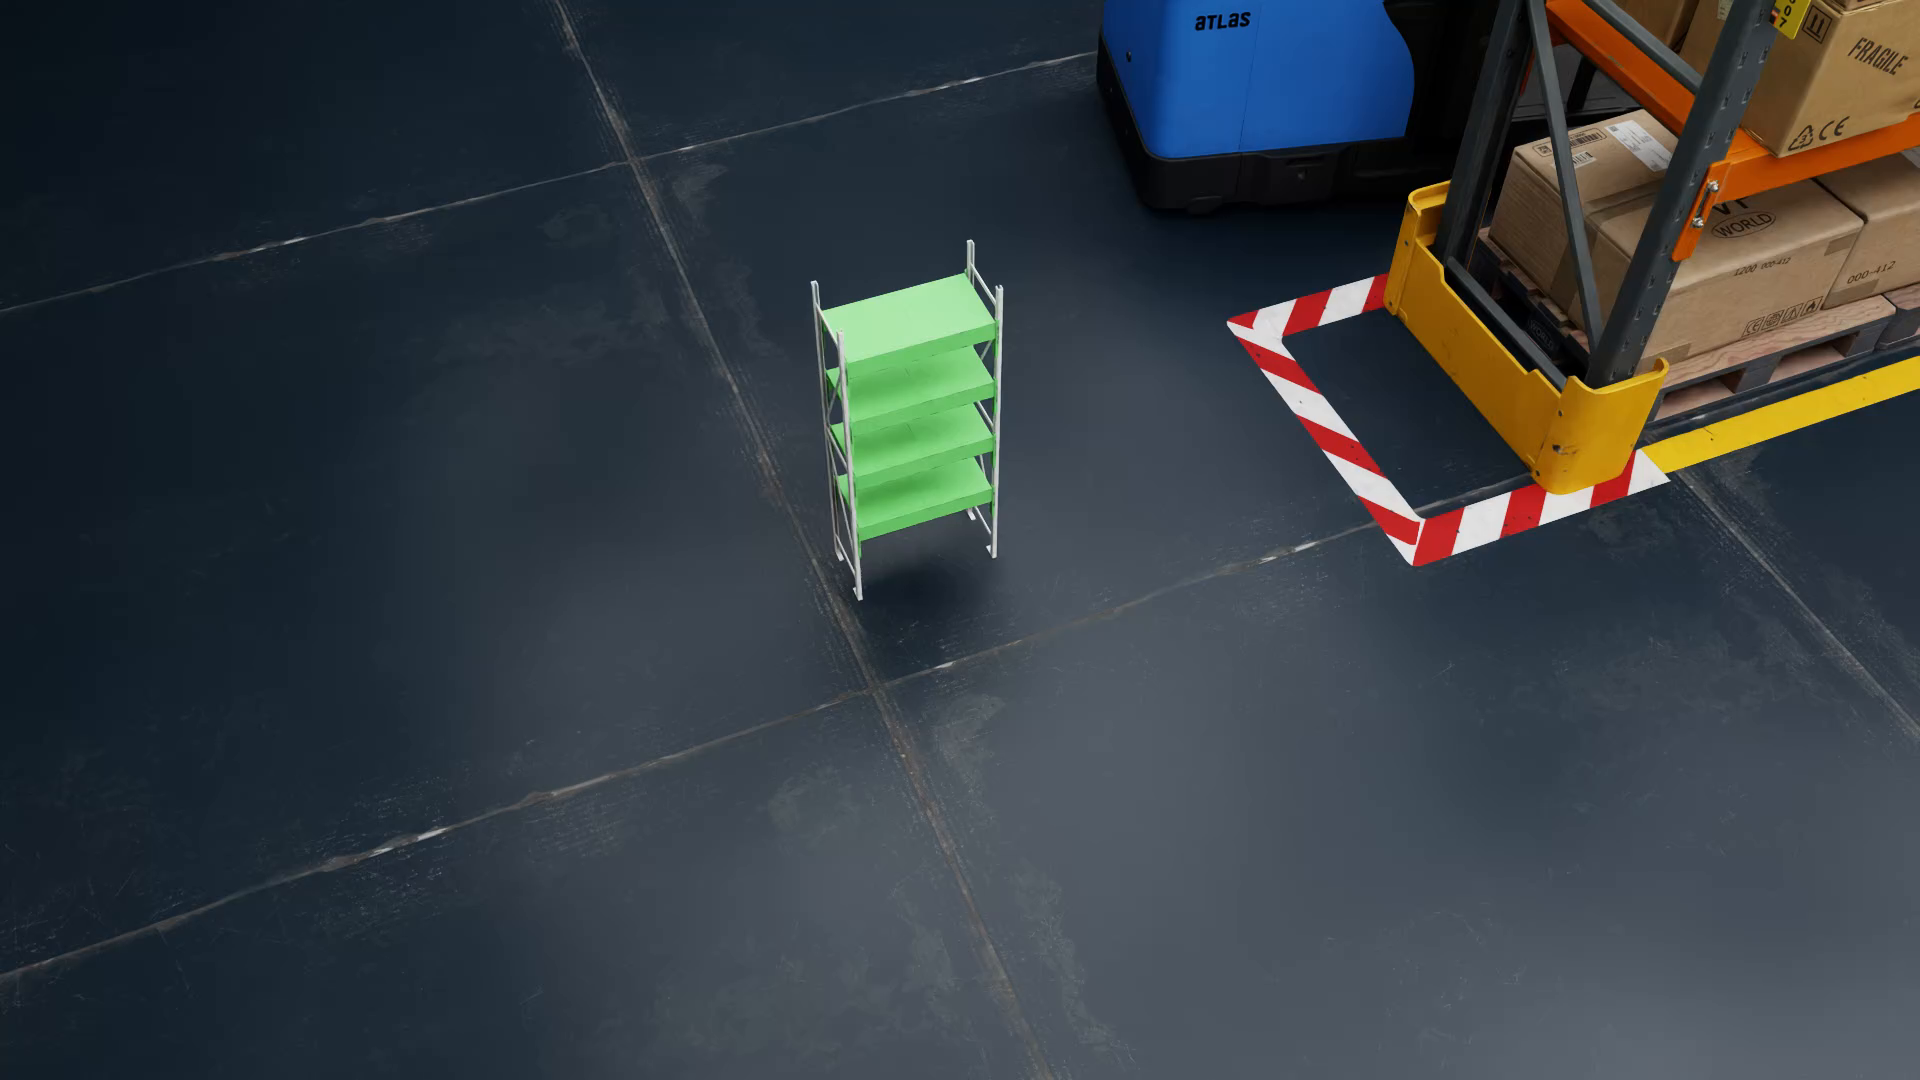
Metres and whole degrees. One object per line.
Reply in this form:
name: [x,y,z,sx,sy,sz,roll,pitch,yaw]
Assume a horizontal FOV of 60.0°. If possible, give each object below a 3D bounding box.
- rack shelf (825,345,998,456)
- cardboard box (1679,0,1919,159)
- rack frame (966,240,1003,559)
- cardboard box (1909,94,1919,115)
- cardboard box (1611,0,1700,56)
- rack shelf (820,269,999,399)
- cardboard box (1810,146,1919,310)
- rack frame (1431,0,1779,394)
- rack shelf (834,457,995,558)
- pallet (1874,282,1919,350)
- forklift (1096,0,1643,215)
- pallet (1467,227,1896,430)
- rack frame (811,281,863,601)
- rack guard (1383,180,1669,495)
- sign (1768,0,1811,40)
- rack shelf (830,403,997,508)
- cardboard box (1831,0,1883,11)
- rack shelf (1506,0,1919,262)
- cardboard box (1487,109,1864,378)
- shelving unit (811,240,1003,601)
rack shelf: [-0.153,-0.458,5.120,0.480,0.148,0.258,-17,52,-14]
cardboard box: [2.602,-1.557,5.044,0.500,0.500,0.500,-18,52,-15]
rack frame: [0.073,-0.413,5.314,0.015,1.200,0.240,-17,52,-14]
cardboard box: [3.059,-1.721,5.185,0.500,0.500,0.500,-18,52,-15]
cardboard box: [2.395,-1.945,5.377,0.500,0.500,0.500,-17,51,-14]
rack shelf: [-0.153,-0.615,4.938,0.480,0.148,0.258,-17,52,-14]
cardboard box: [3.466,-1.418,6.403,0.875,0.438,0.875,-16,51,-13]
rack frame: [2.049,-1.588,5.137,0.127,3.000,1.000,-17,52,-14]
rack shelf: [-0.153,-0.145,5.485,0.480,0.148,0.258,-17,52,-14]
pallet: [3.887,-1.311,6.737,1.213,0.211,1.003,-17,52,-14]
forklift: [2.170,-2.823,6.243,3.031,2.935,1.130,-7,50,-6]
pallet: [2.759,-0.964,6.439,1.213,0.211,1.003,-17,52,-14]
rack frame: [-0.379,-0.273,5.194,0.015,1.200,0.240,-17,52,-14]
rack guard: [2.026,-0.767,6.079,0.348,0.500,1.175,-17,52,-14]
sign: [2.253,-1.504,4.442,0.005,0.325,0.100,-17,52,-14]
rack shelf: [-0.153,-0.302,5.303,0.480,0.148,0.258,-17,52,-14]
cardboard box: [2.601,-1.884,4.666,0.500,0.500,0.500,-18,52,-15]
rack shelf: [3.900,-1.927,5.902,4.000,0.370,1.077,-17,52,-14]
cardboard box: [2.622,-1.150,6.172,0.875,0.438,0.875,-19,52,-15]
shelving unit: [-0.153,-0.343,5.254,0.503,1.200,0.258,-17,52,-14]
